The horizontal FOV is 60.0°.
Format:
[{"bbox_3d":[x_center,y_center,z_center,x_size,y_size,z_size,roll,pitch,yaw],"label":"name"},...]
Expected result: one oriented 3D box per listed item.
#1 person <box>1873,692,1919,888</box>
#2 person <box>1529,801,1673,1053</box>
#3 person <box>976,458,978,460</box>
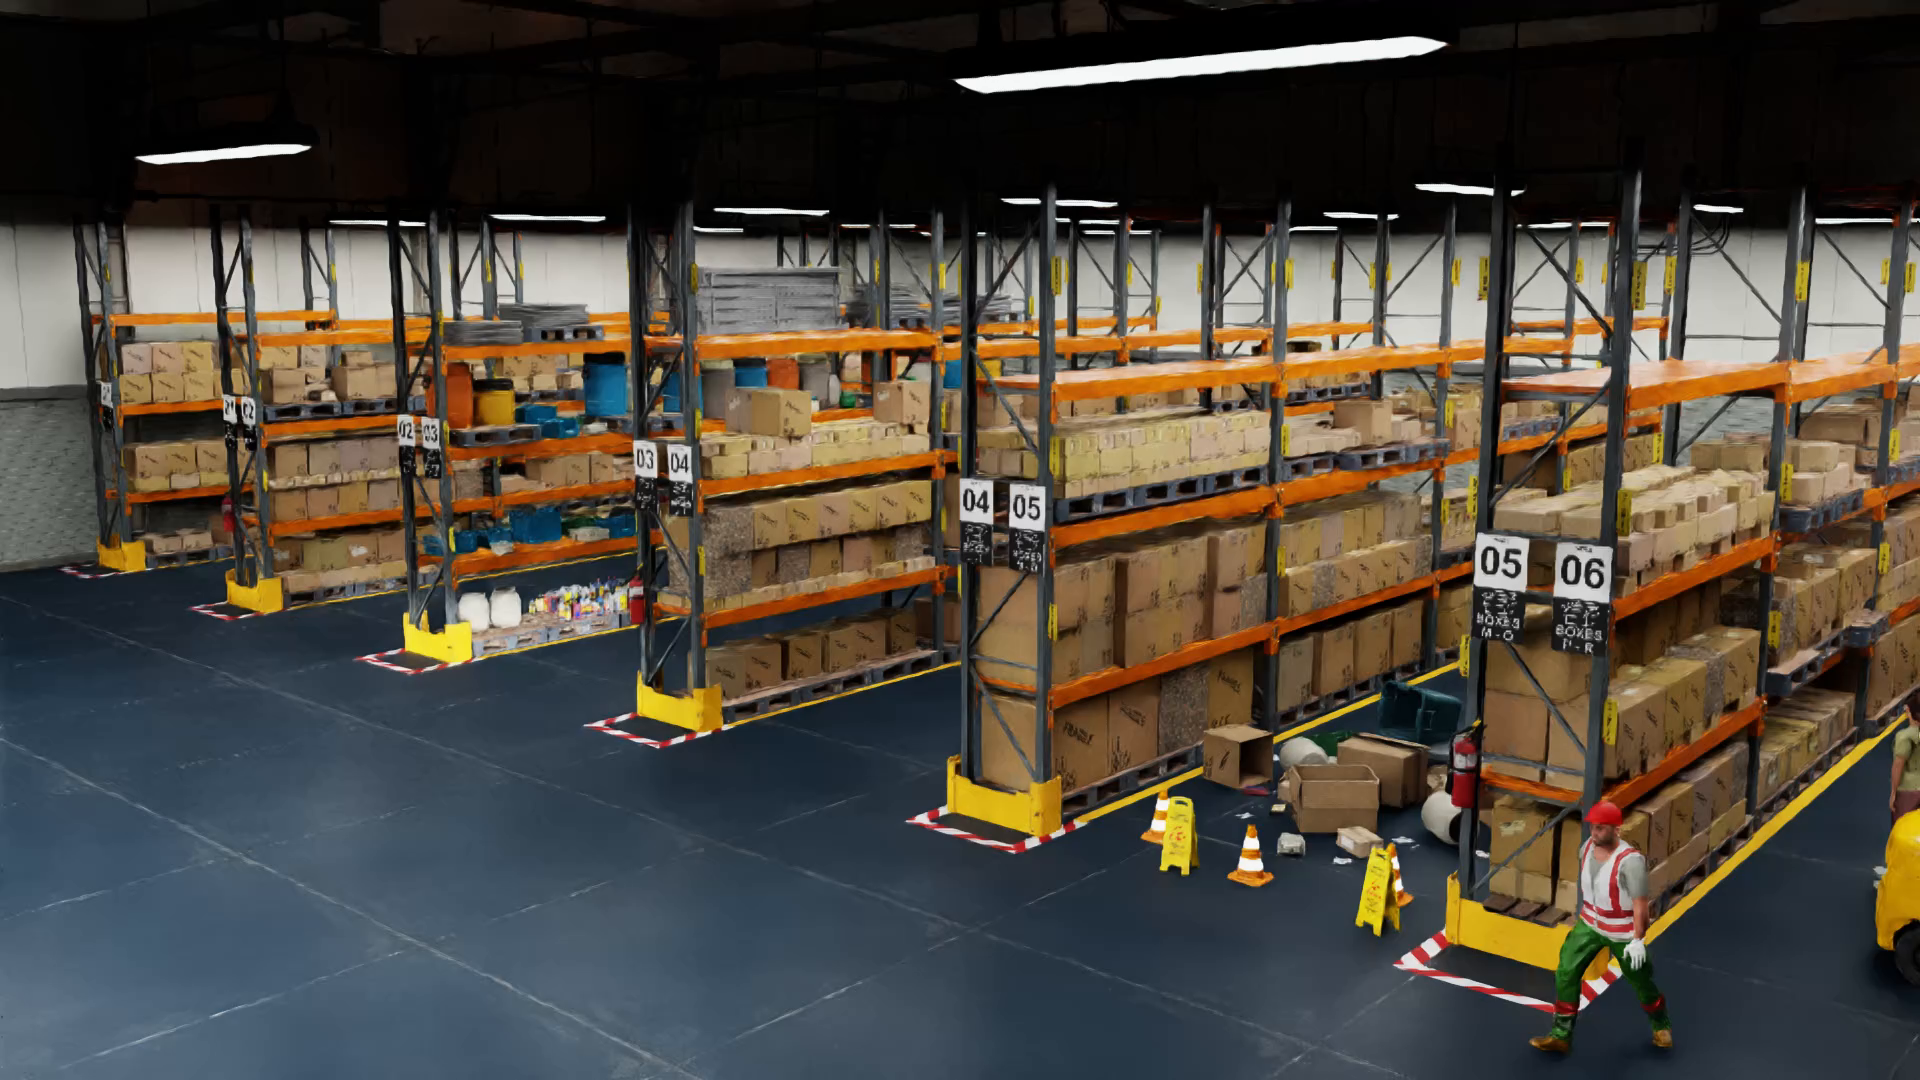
[{"bbox_3d":[7.819,2.067,13.753,0.493,1.675,0.477,-3,10,-18],"label":"person"},{"bbox_3d":[4.276,2.535,10.898,0.988,1.734,0.598,-5,11,-28],"label":"person"},{"bbox_3d":[0.227,-1.199,33.113,0.457,1.762,0.606,2,10,14],"label":"person"}]
